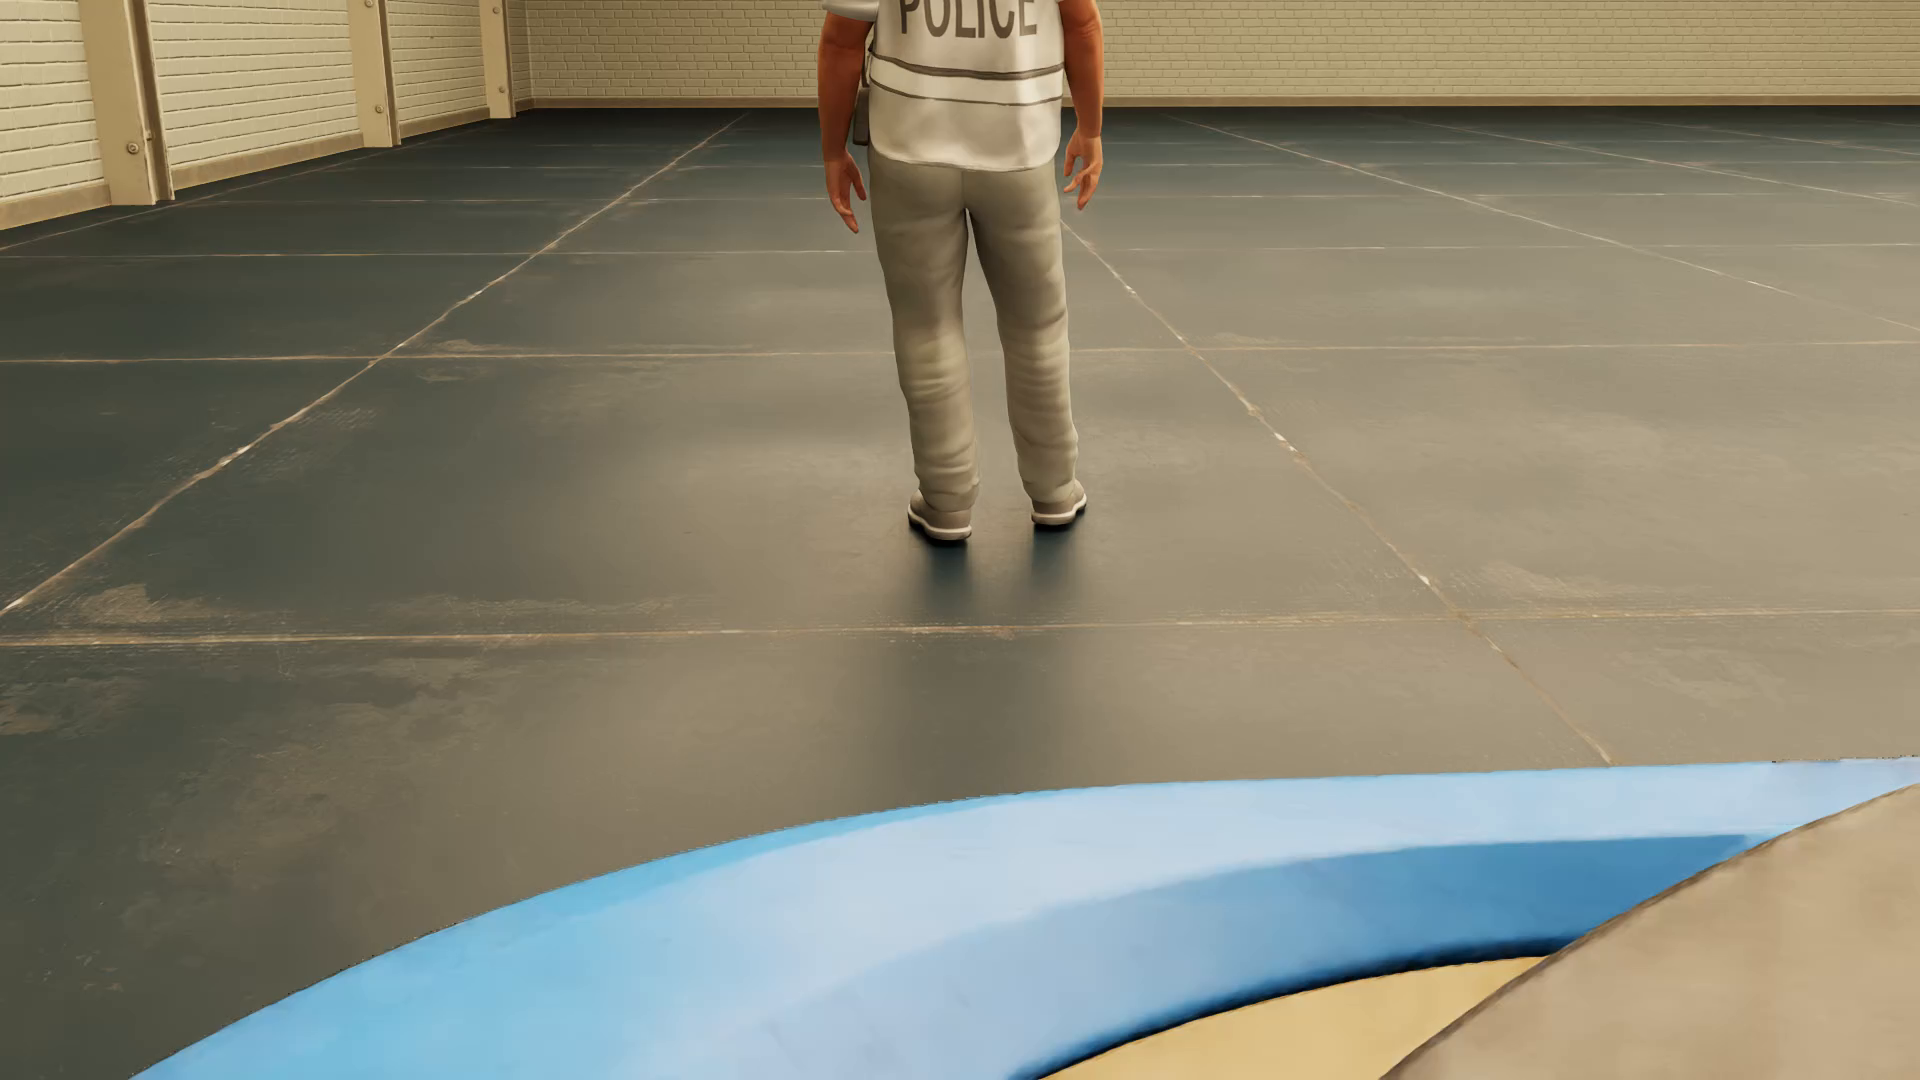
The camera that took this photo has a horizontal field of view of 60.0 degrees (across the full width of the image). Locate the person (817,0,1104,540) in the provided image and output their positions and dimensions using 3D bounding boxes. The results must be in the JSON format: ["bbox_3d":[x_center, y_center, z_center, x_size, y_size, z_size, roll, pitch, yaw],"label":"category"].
[{"bbox_3d":[0.008,-0.882,3.730,0.640,1.781,0.575,-1,17,-3],"label":"person"}]
